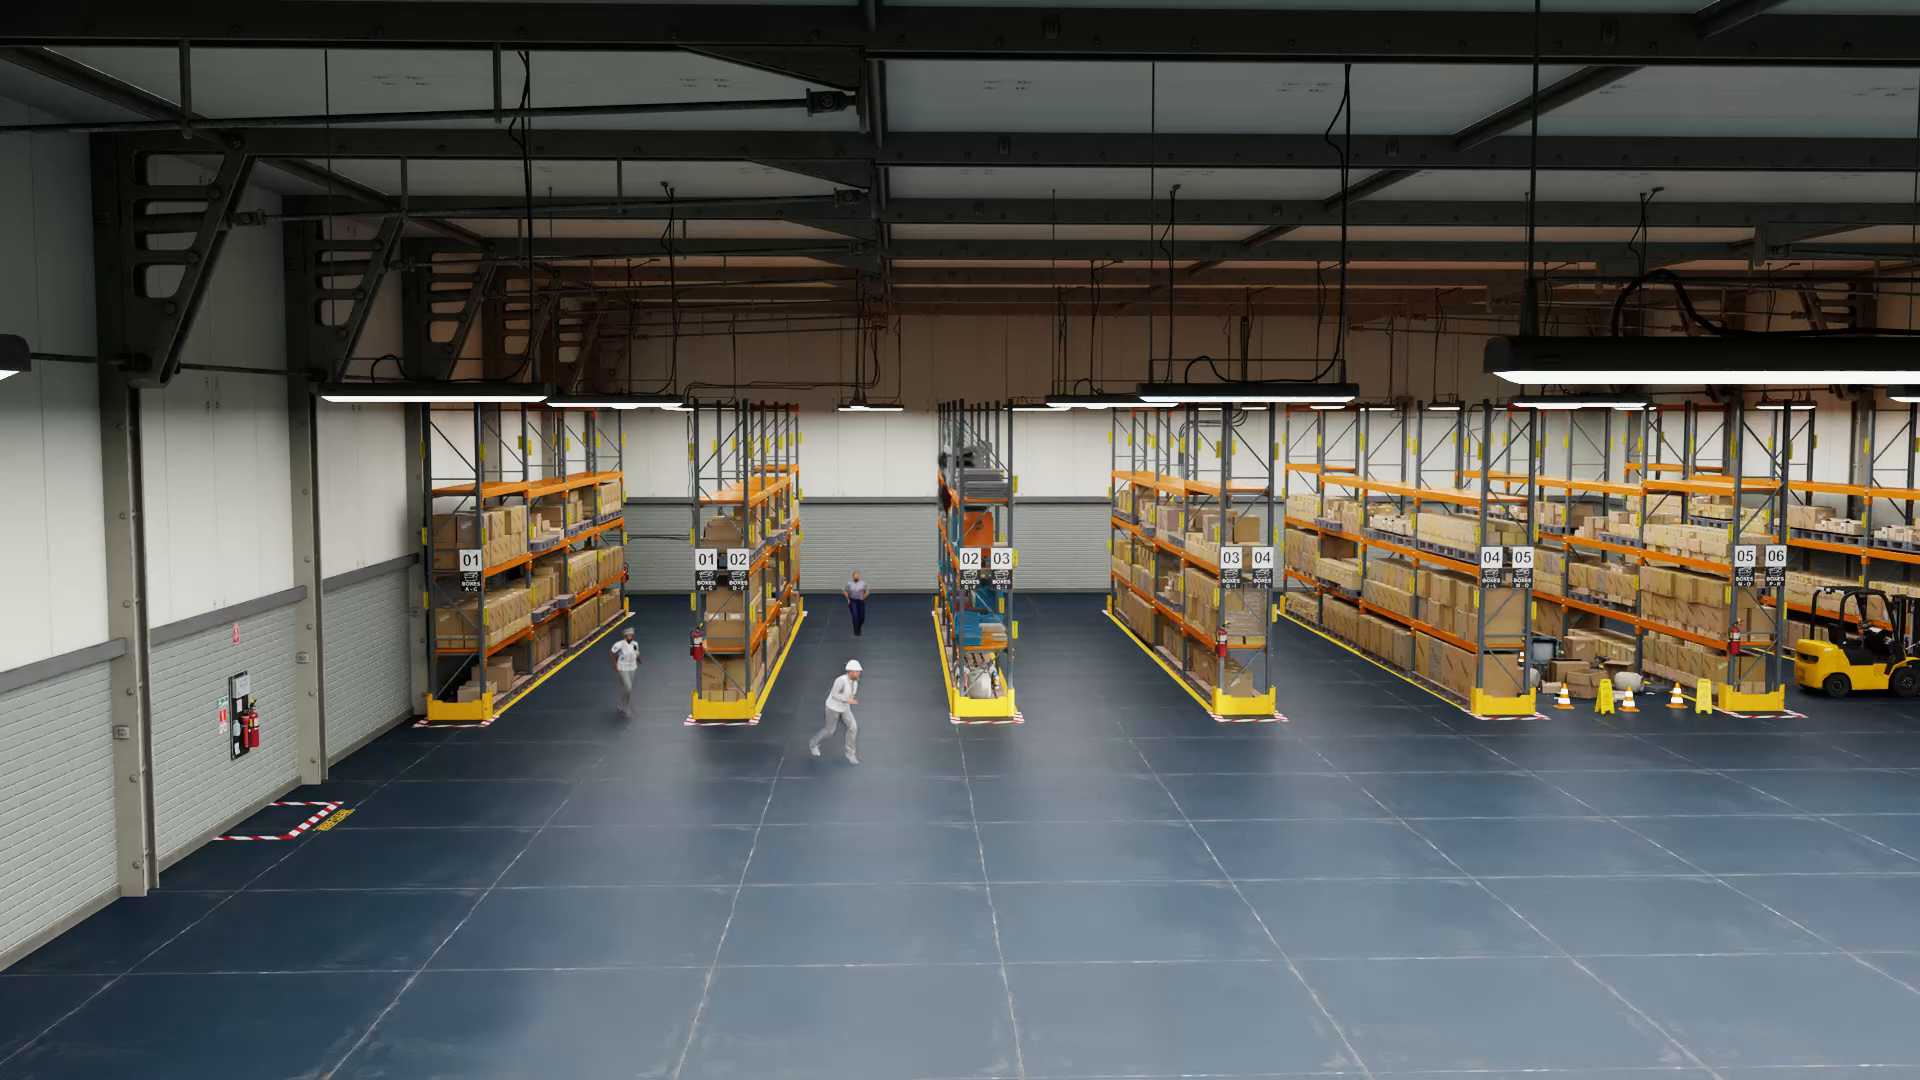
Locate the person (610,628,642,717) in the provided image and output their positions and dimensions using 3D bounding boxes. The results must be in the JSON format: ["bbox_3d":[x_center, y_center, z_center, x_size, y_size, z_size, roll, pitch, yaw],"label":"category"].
[{"bbox_3d":[-6.336,2.511,31.604,0.846,1.739,0.506,4,6,45],"label":"person"}]

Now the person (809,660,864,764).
[{"bbox_3d":[-2.041,2.822,27.428,1.040,1.732,0.700,2,5,27],"label":"person"}]

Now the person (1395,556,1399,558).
[{"bbox_3d":[12.054,1.362,45.684,0.694,1.820,0.953,-2,5,-21],"label":"person"}]

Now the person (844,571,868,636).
[{"bbox_3d":[-2.543,1.564,40.792,0.603,1.623,0.593,-1,4,-12],"label":"person"}]
